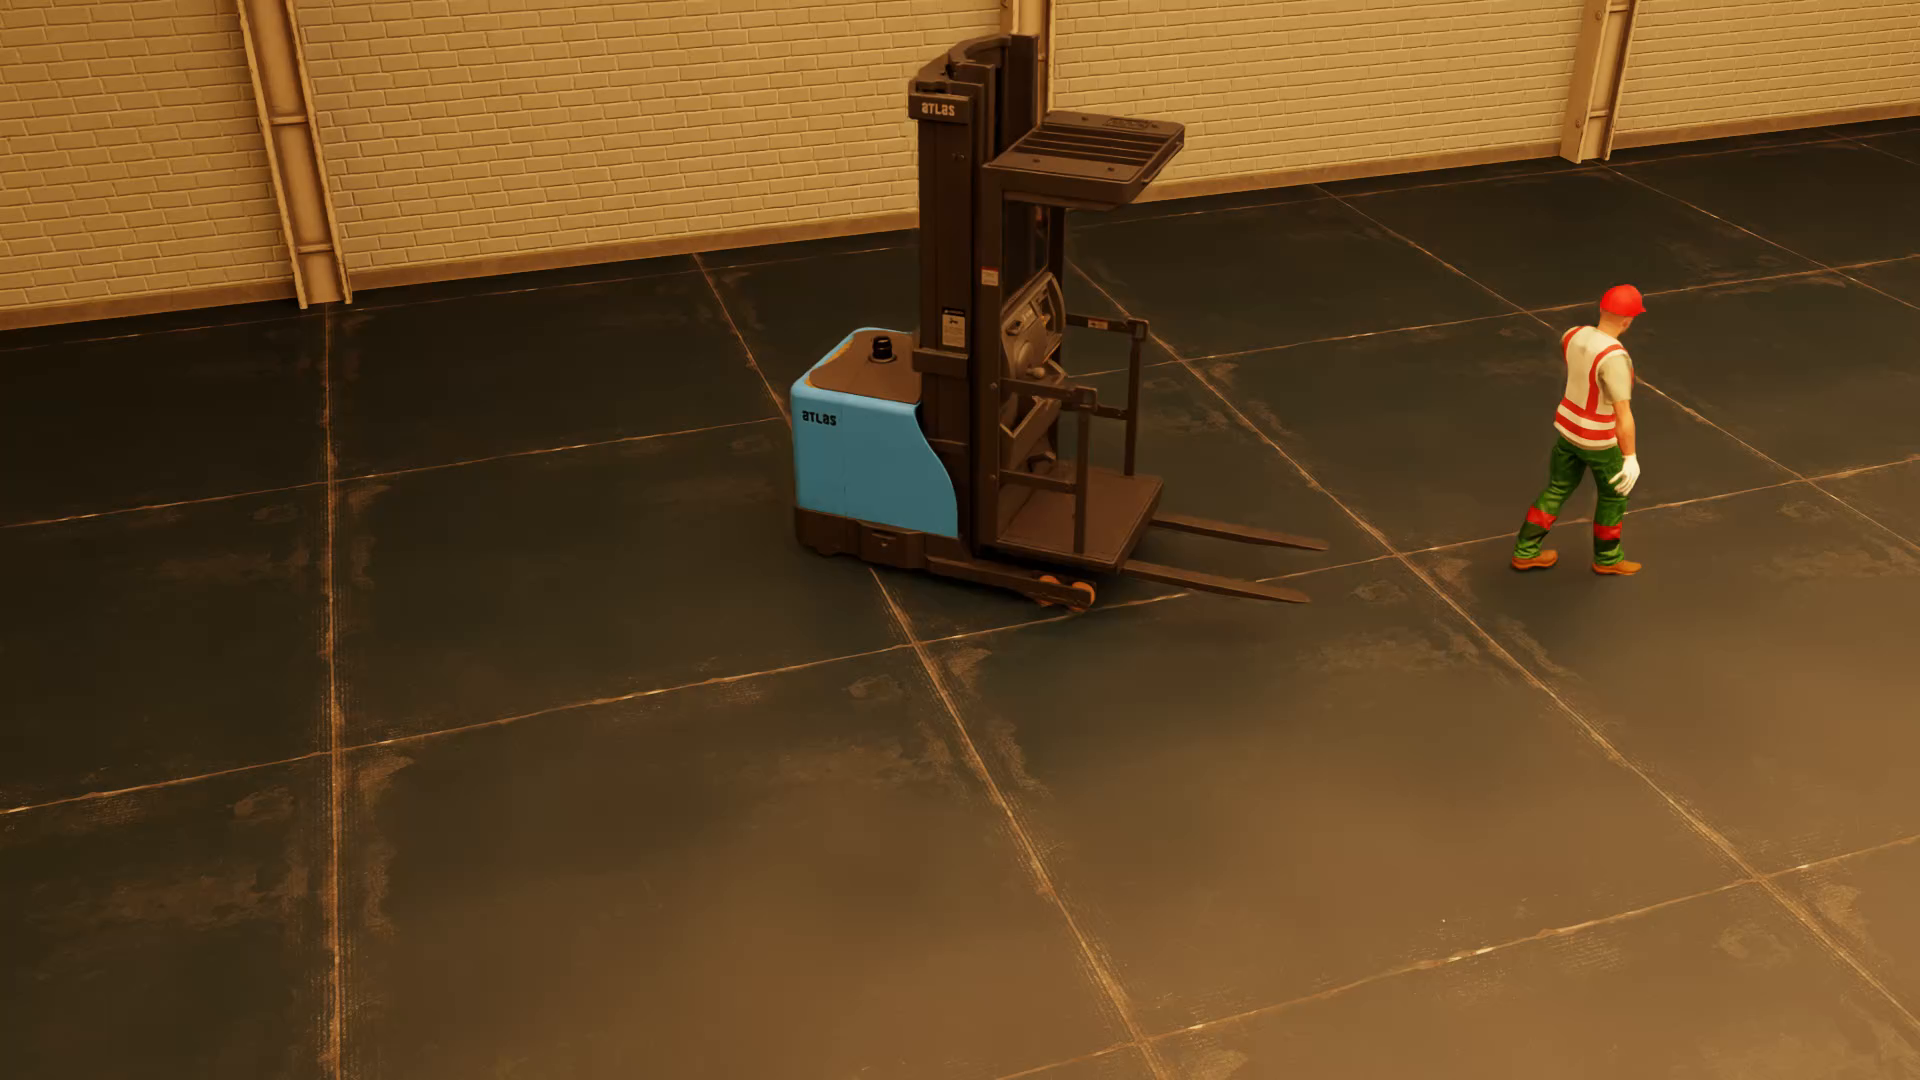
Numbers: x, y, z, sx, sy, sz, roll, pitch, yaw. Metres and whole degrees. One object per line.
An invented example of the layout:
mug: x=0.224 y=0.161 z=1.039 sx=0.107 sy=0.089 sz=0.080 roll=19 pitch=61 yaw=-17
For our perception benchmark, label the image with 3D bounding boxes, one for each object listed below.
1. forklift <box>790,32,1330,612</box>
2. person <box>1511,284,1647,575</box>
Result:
forklift: x=0.589 y=-1.167 z=9.115 sx=3.031 sy=2.935 sz=1.130 roll=11 pitch=32 yaw=18
person: x=3.612 y=-0.583 z=9.297 sx=0.731 sy=1.766 sz=1.011 roll=-9 pitch=31 yaw=-16
